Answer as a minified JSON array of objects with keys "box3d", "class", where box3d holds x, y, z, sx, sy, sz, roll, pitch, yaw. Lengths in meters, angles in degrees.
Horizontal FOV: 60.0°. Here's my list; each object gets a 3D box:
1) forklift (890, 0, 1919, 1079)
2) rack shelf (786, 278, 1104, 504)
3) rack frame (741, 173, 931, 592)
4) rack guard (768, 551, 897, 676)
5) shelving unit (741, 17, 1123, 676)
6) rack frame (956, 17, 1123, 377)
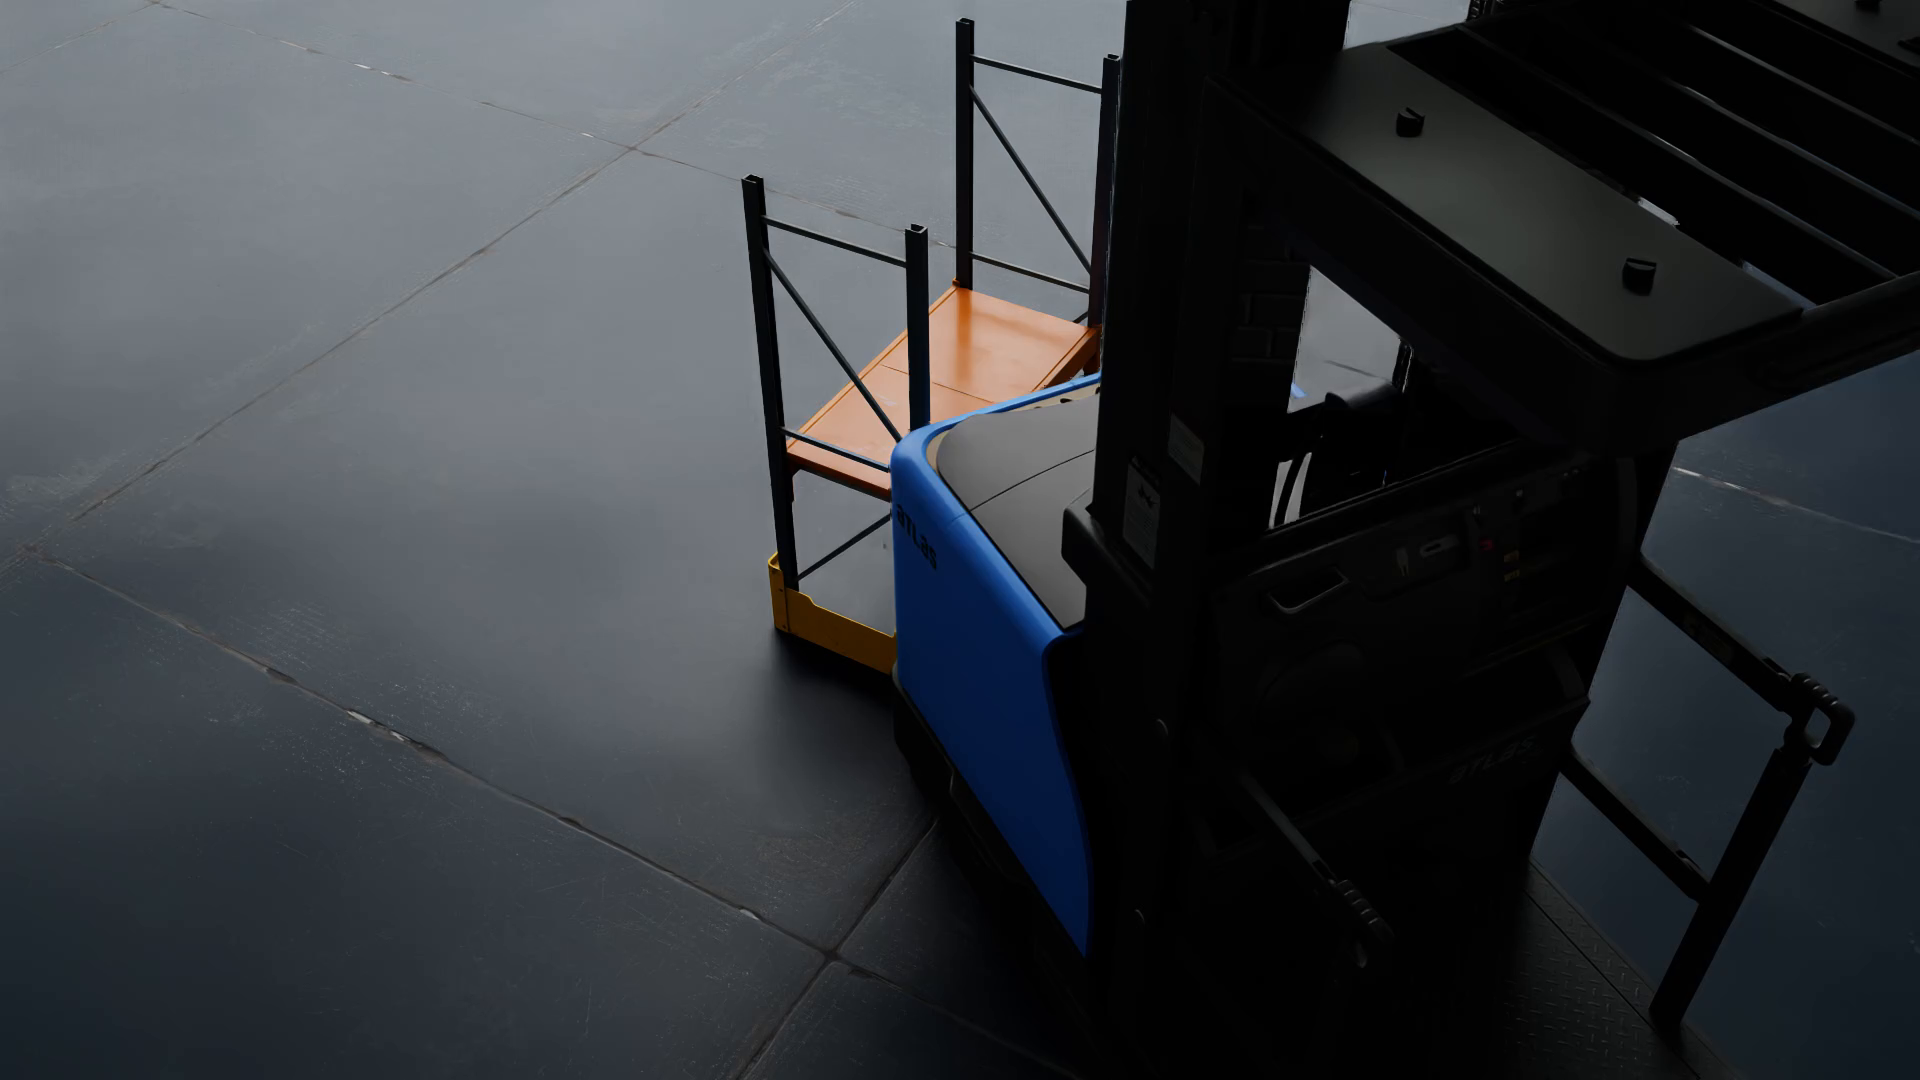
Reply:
[{"box3d":[0.941,0.182,2.826,1.130,2.935,3.031,-19,45,-20],"class":"forklift"},{"box3d":[-0.043,-0.379,4.818,0.538,0.185,1.000,21,45,22],"class":"rack shelf"},{"box3d":[-0.297,-0.223,4.369,0.500,1.500,0.032,21,45,22],"class":"rack frame"},{"box3d":[-0.287,0.235,4.794,0.587,0.250,0.087,21,45,22],"class":"rack guard"},{"box3d":[-0.038,-0.519,4.705,0.587,1.500,1.083,21,45,22],"class":"shelving unit"},{"box3d":[0.212,-0.805,5.029,0.500,1.500,0.032,21,45,22],"class":"rack frame"}]
